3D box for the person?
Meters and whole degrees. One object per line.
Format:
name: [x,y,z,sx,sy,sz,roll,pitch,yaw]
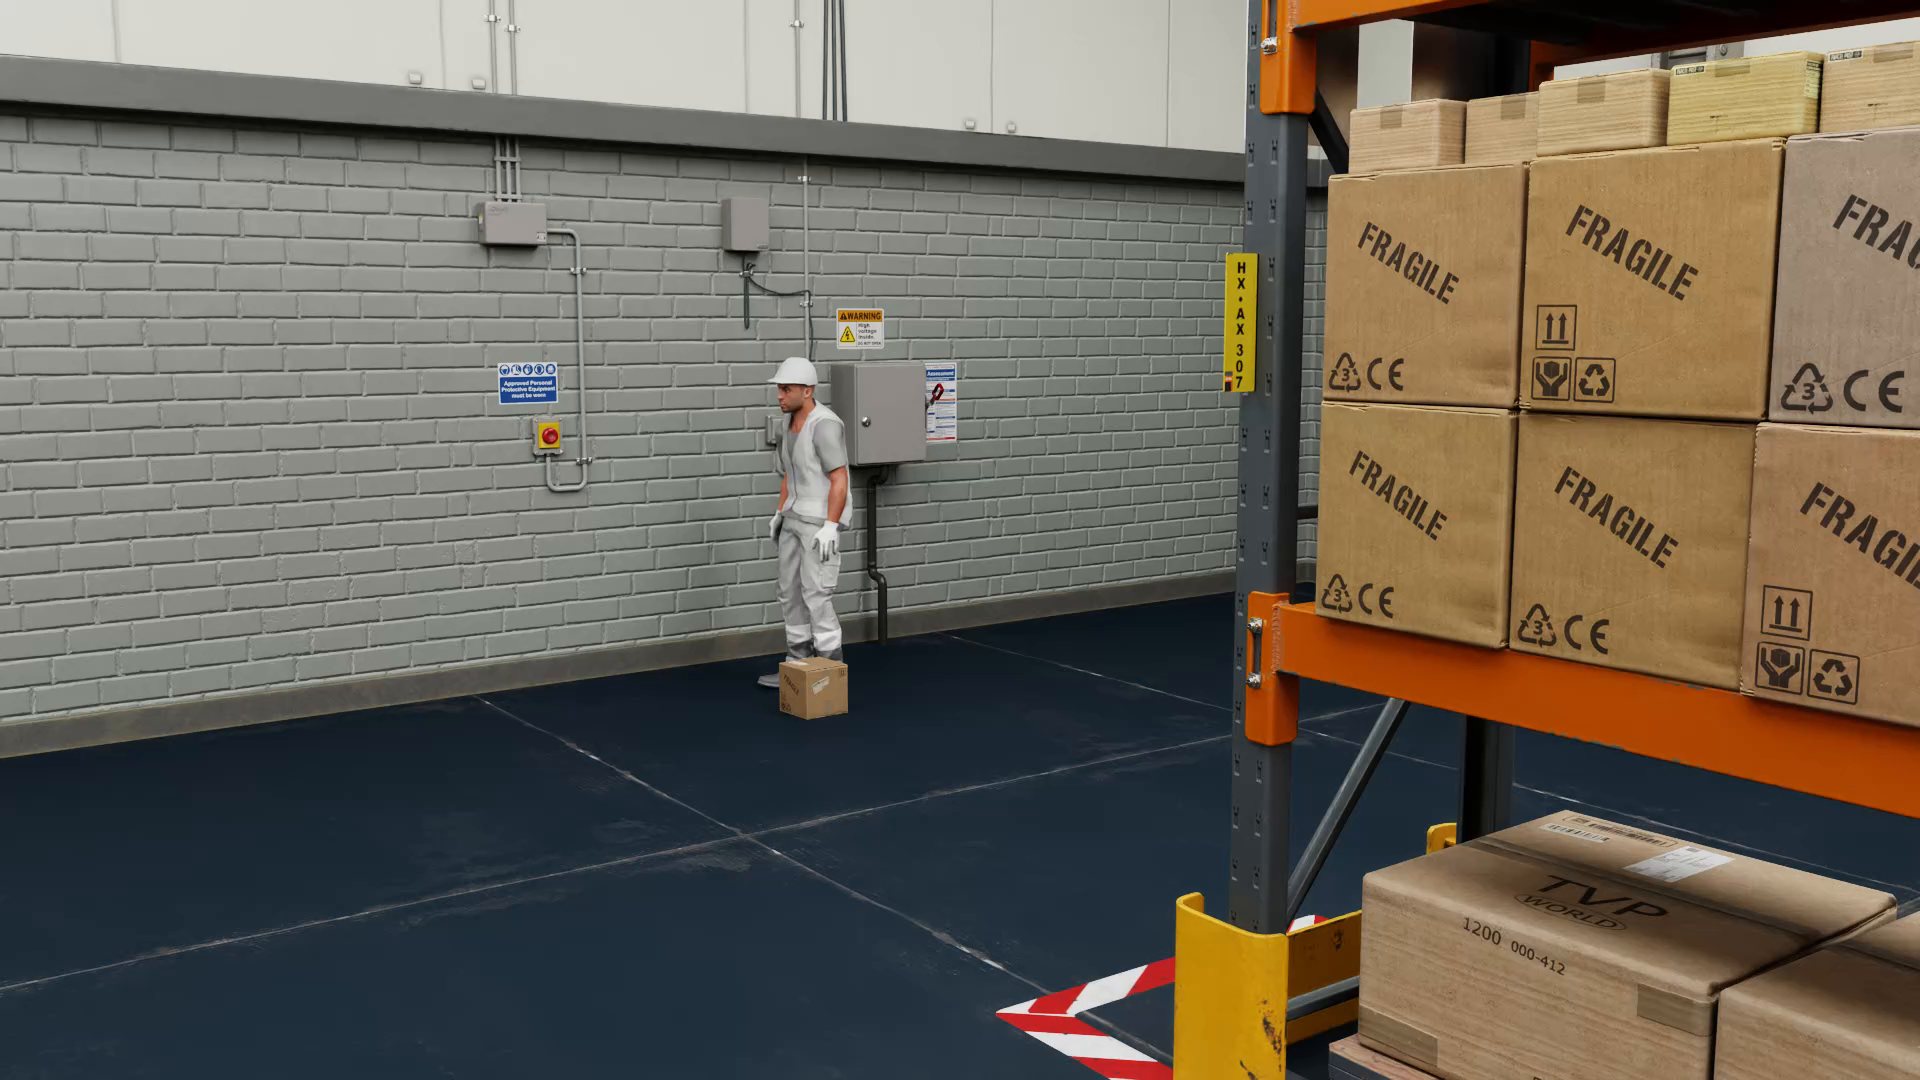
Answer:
person: [-0.813,-0.070,8.764,0.451,1.779,0.608,-6,9,-36]
